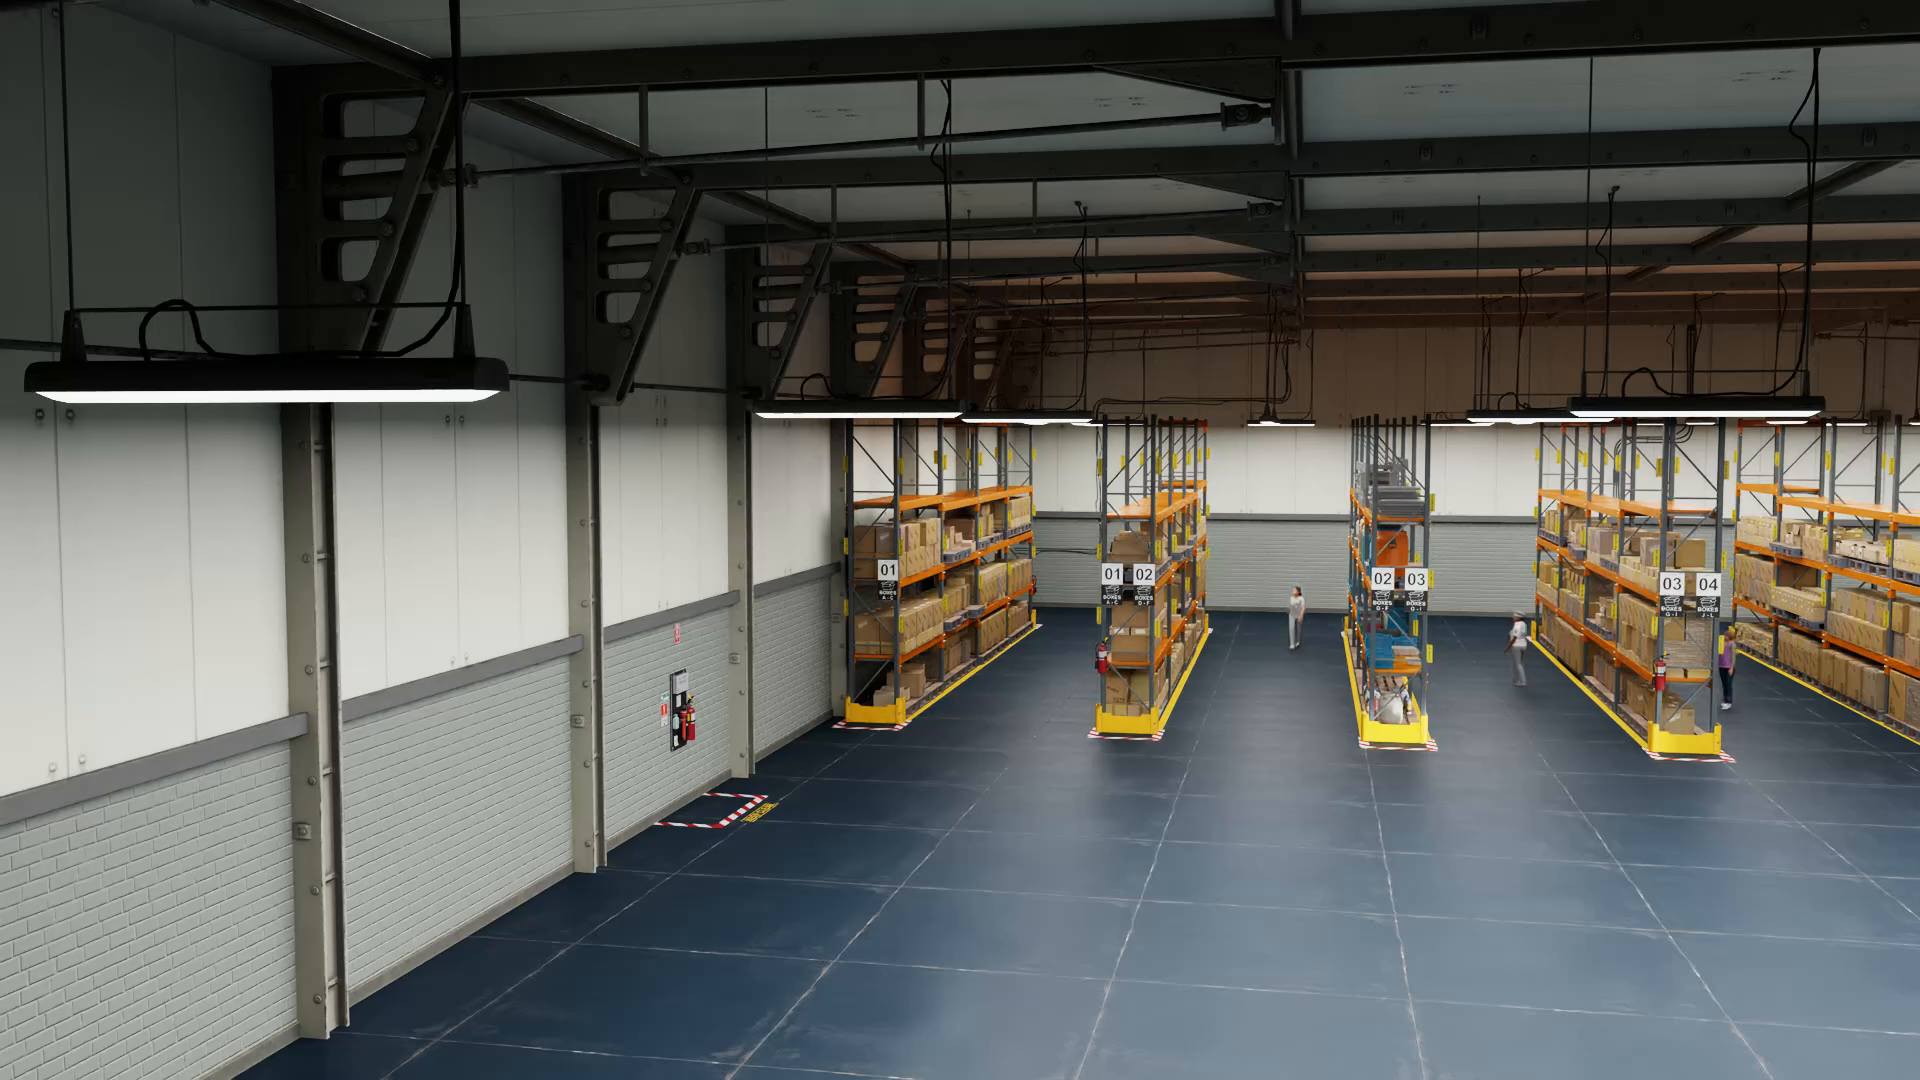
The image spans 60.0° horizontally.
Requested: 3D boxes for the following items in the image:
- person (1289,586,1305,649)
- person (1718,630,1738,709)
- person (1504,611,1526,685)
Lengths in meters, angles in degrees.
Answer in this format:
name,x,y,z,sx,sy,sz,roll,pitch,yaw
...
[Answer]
name,x,y,z,sx,sy,sz,roll,pitch,yaw
person,8.761,2.017,43.287,0.414,1.613,1.039,1,4,11
person,15.799,2.660,34.256,0.486,1.607,0.429,-2,4,-26
person,12.406,2.428,37.128,0.530,1.729,0.680,-2,4,-30
